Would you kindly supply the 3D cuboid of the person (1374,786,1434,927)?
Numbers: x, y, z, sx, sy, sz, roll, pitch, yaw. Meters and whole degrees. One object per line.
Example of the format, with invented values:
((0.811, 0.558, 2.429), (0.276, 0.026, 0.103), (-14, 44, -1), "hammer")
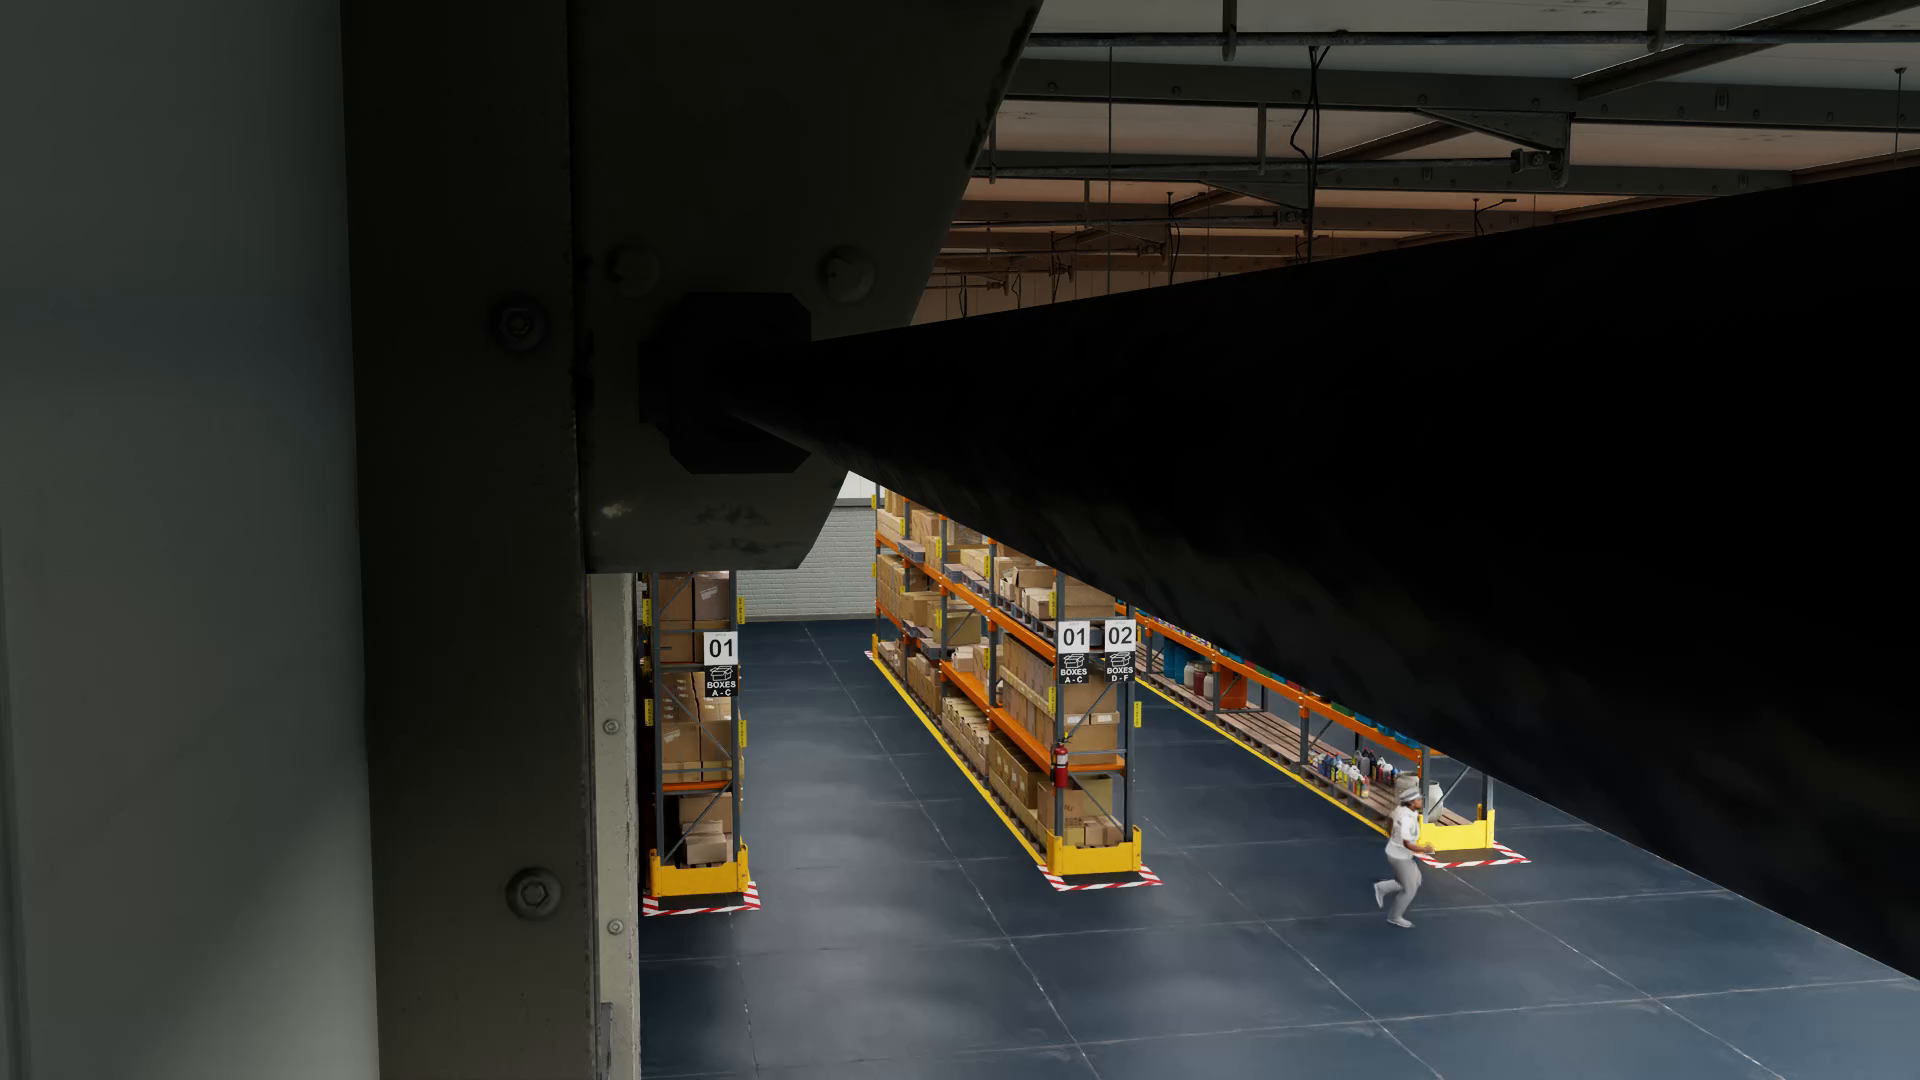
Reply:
((5.054, 3.593, 18.913), (0.647, 1.650, 0.614), (1, 6, 10), "person")
